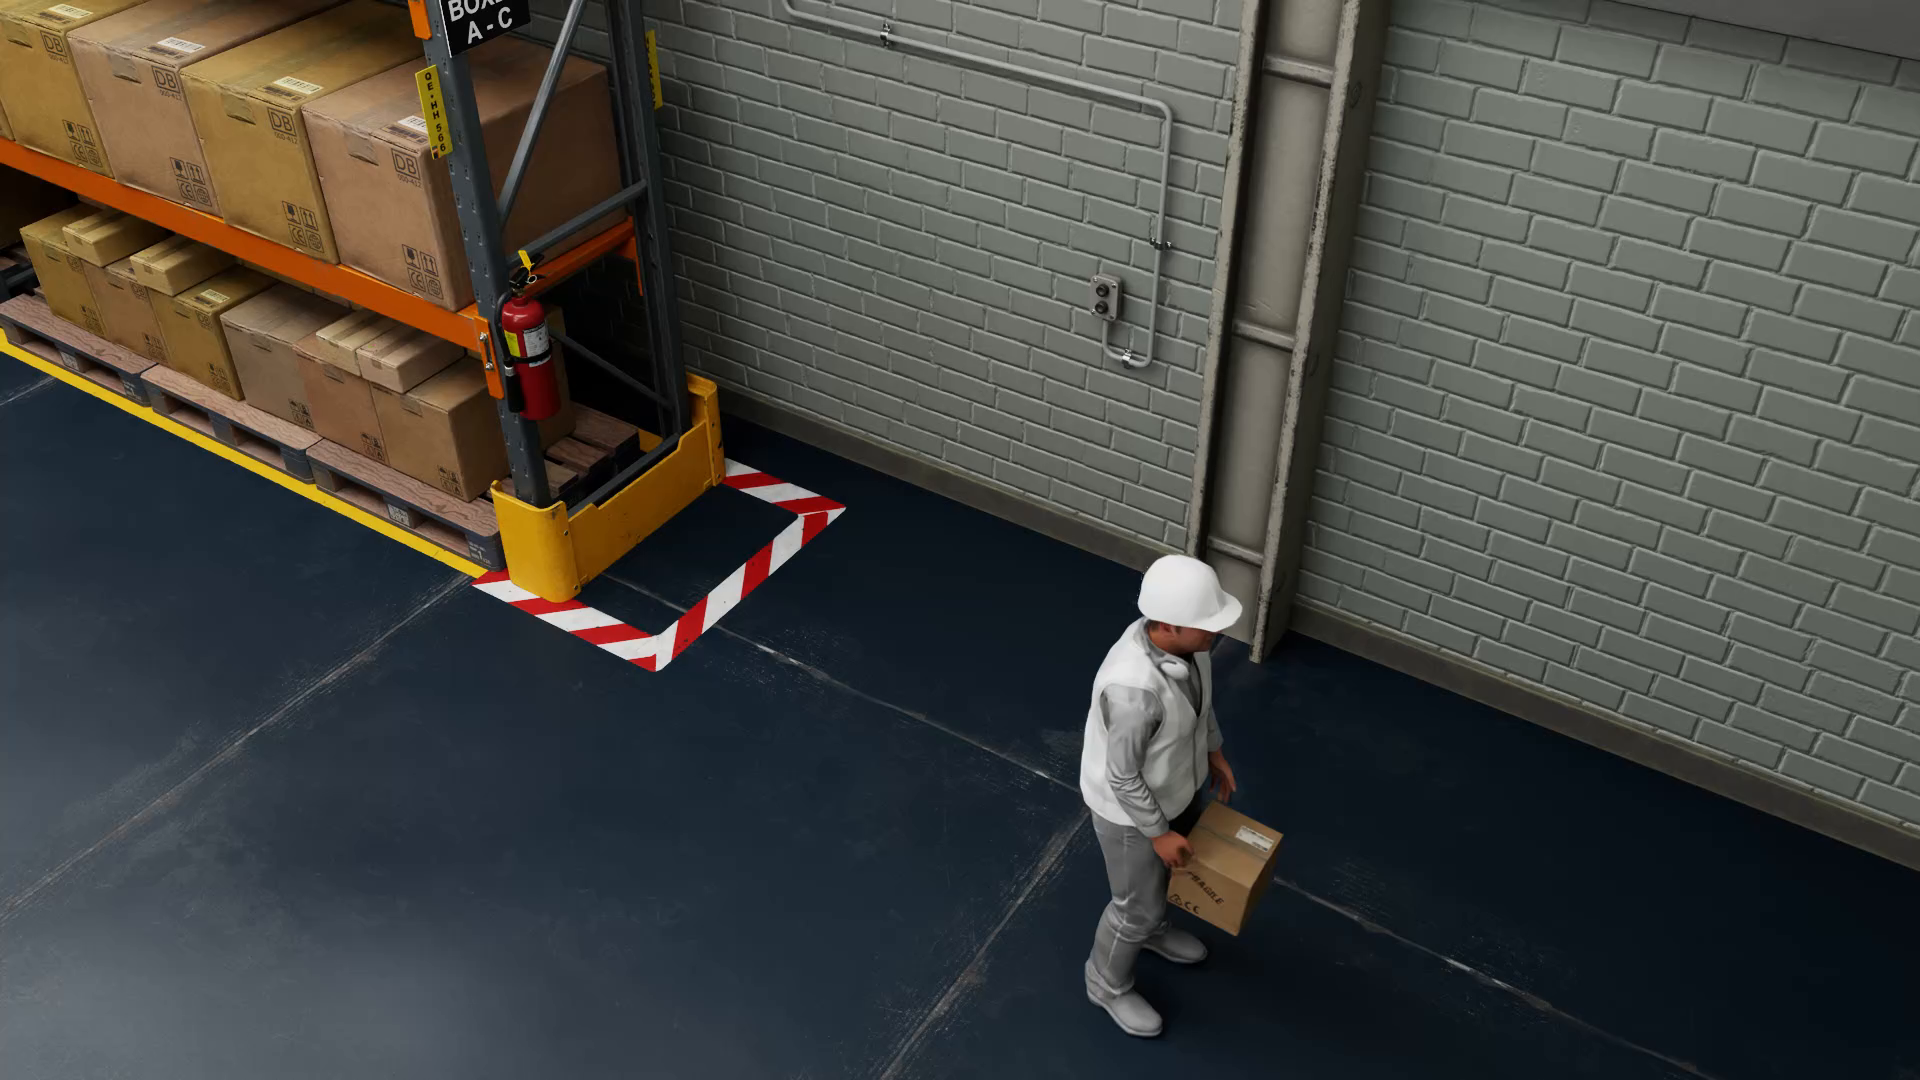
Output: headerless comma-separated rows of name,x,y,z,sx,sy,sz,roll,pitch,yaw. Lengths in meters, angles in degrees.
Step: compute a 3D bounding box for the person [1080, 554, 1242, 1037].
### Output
person,0.601,0.759,5.160,0.435,1.778,0.553,21,43,24
